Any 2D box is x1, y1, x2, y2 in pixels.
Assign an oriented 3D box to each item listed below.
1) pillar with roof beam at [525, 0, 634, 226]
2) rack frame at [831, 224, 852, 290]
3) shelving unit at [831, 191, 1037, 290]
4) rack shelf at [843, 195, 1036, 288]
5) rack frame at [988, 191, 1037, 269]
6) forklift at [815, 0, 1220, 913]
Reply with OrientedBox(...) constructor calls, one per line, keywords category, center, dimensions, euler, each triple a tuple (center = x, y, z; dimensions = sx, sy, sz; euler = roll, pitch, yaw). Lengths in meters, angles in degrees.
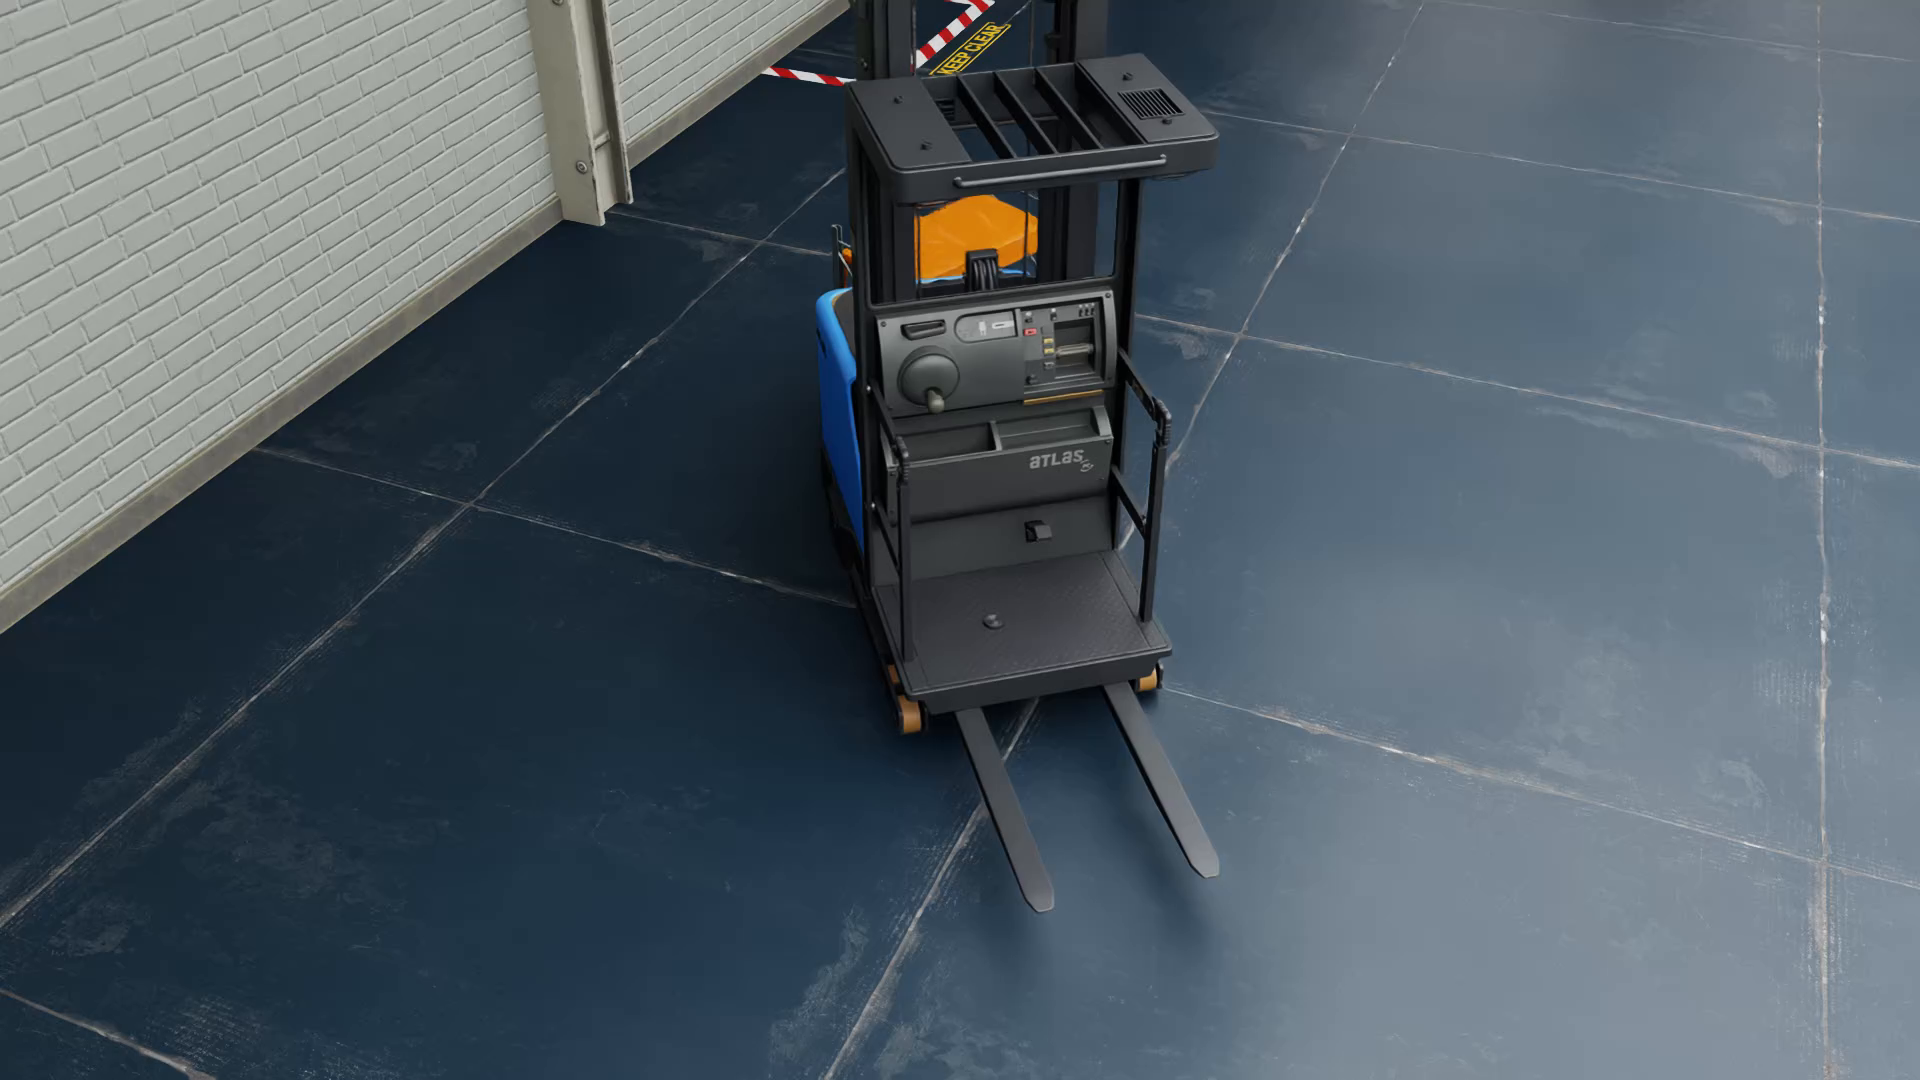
OrientedBox(category="pillar with roof beam", center=(1.674, -4.724, 6.554), dimensions=(9.100, 9.000, 0.400), euler=(14, 39, 18))
OrientedBox(category="rack frame", center=(-0.425, -0.934, 8.060), dimensions=(0.032, 1.125, 0.500), euler=(-30, 46, -34))
OrientedBox(category="shelving unit", center=(-0.061, -1.146, 8.344), dimensions=(1.048, 1.125, 0.538), euler=(-30, 46, -34))
OrientedBox(category="rack shelf", center=(-0.061, -1.380, 8.168), dimensions=(1.000, 0.278, 0.538), euler=(-30, 46, -34))
OrientedBox(category="rack frame", center=(0.304, -1.358, 8.627), dimensions=(0.032, 1.125, 0.500), euler=(-30, 46, -34))
OrientedBox(category="forklift", center=(0.203, -0.651, 6.172), dimensions=(1.130, 2.935, 3.031), euler=(-9, 38, -12))
